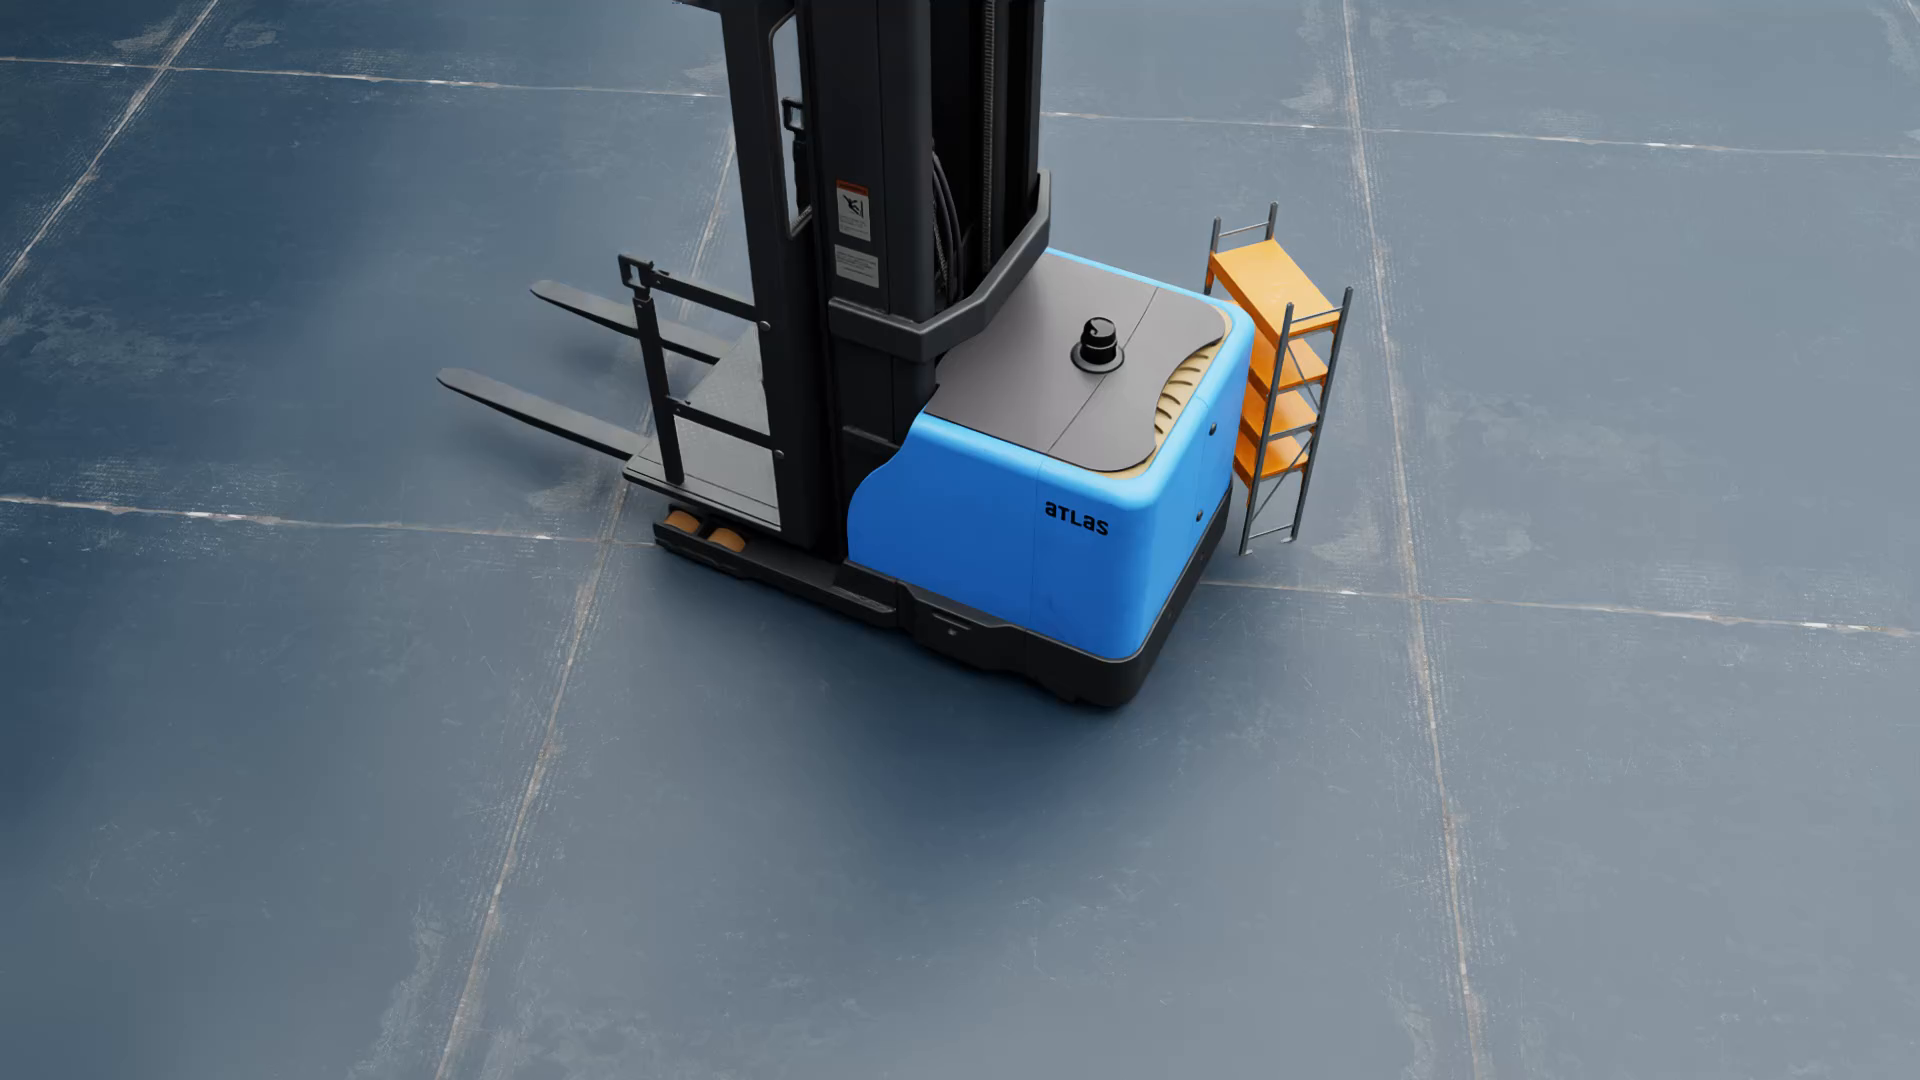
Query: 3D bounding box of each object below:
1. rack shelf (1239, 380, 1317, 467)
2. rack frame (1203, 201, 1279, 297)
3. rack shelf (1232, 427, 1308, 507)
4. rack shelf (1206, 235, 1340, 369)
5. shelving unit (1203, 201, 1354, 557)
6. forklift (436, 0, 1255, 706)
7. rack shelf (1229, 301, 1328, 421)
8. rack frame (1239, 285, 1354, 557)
[{"bbox_3d":[1.063,-0.502,5.986,0.258,0.148,0.480,-17,50,-15],"label":"rack shelf"},{"bbox_3d":[0.970,-0.714,6.089,0.240,1.200,0.015,-17,50,-15],"label":"rack frame"},{"bbox_3d":[1.062,-0.367,6.132,0.258,0.148,0.480,-17,50,-15],"label":"rack shelf"},{"bbox_3d":[1.065,-0.813,5.647,0.258,0.148,0.480,-17,50,-15],"label":"rack shelf"},{"bbox_3d":[1.063,-0.547,5.936,0.258,1.200,0.503,-17,50,-15],"label":"shelving unit"},{"bbox_3d":[-0.560,-1.197,5.359,3.031,2.935,1.130,20,51,18],"label":"forklift"},{"bbox_3d":[1.064,-0.653,5.821,0.258,0.148,0.480,-17,50,-15],"label":"rack shelf"},{"bbox_3d":[1.155,-0.381,5.784,0.240,1.200,0.015,-17,50,-15],"label":"rack frame"}]
